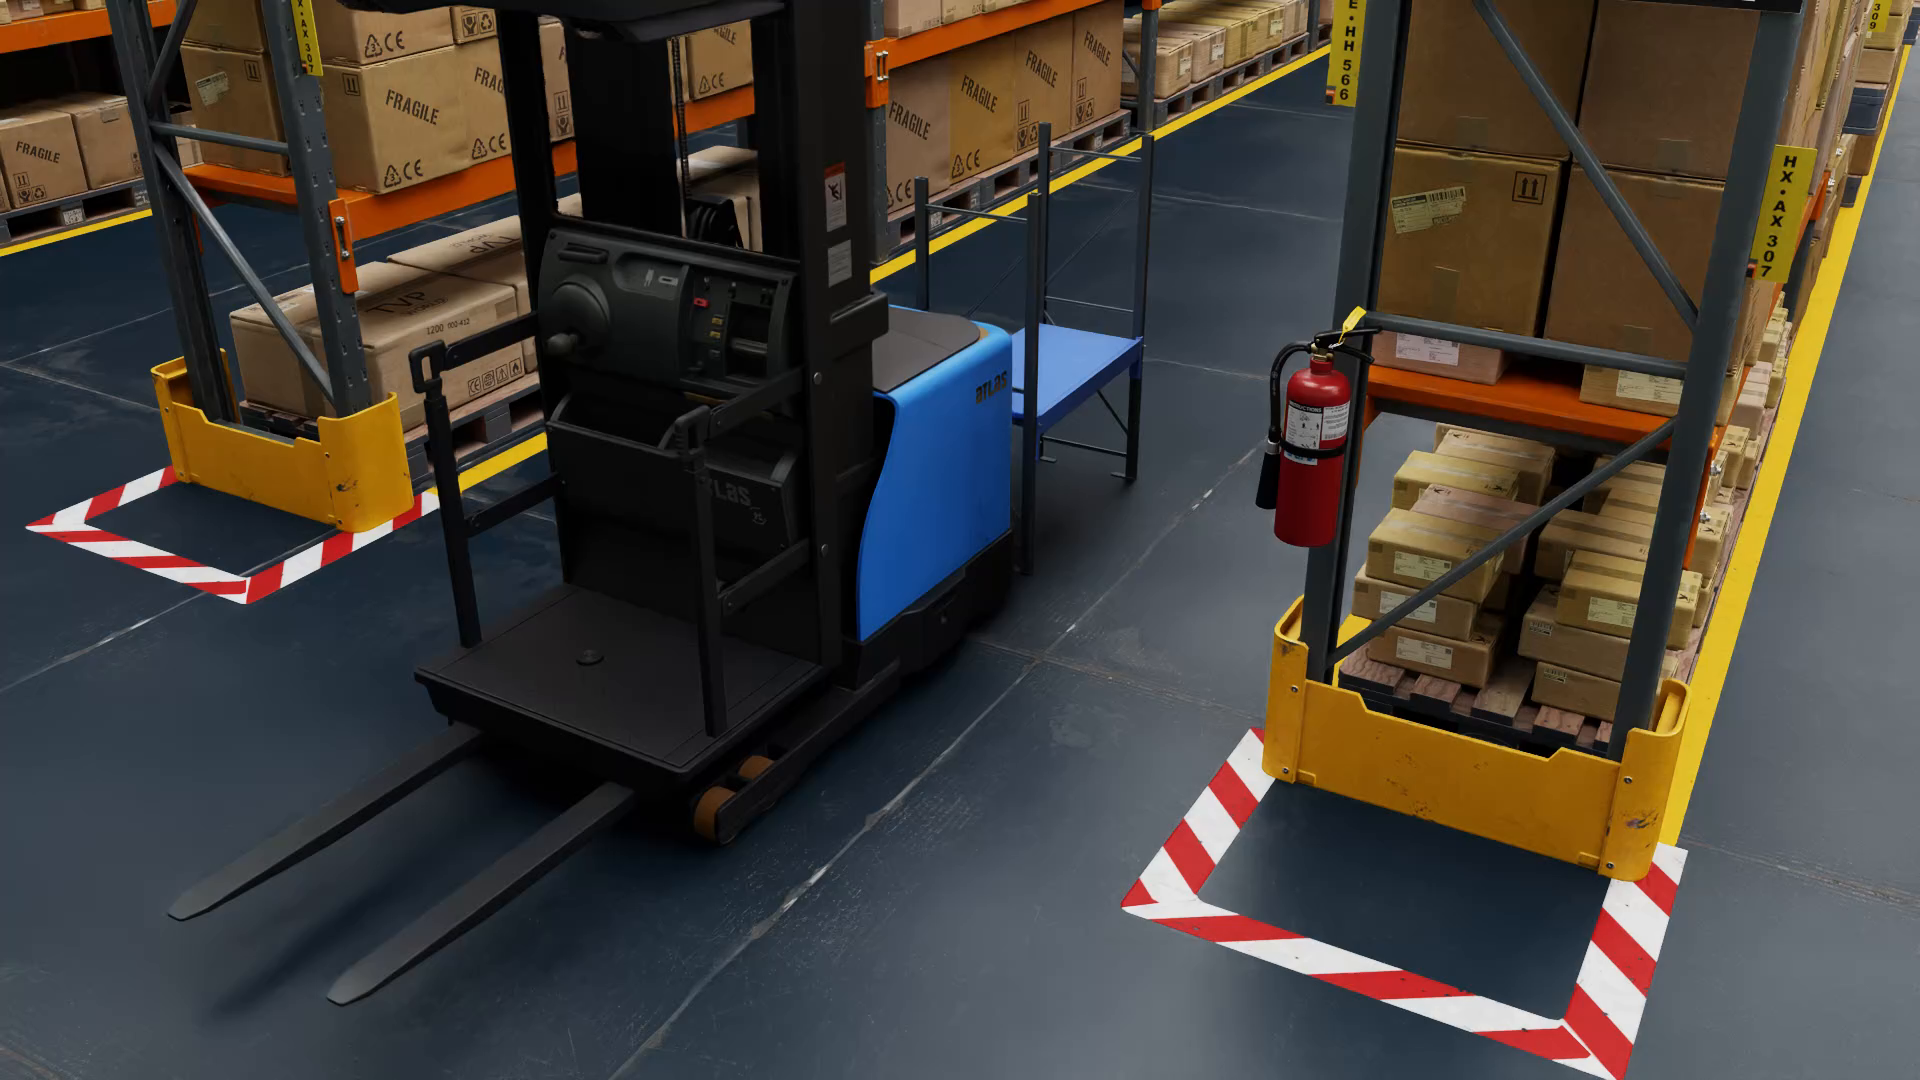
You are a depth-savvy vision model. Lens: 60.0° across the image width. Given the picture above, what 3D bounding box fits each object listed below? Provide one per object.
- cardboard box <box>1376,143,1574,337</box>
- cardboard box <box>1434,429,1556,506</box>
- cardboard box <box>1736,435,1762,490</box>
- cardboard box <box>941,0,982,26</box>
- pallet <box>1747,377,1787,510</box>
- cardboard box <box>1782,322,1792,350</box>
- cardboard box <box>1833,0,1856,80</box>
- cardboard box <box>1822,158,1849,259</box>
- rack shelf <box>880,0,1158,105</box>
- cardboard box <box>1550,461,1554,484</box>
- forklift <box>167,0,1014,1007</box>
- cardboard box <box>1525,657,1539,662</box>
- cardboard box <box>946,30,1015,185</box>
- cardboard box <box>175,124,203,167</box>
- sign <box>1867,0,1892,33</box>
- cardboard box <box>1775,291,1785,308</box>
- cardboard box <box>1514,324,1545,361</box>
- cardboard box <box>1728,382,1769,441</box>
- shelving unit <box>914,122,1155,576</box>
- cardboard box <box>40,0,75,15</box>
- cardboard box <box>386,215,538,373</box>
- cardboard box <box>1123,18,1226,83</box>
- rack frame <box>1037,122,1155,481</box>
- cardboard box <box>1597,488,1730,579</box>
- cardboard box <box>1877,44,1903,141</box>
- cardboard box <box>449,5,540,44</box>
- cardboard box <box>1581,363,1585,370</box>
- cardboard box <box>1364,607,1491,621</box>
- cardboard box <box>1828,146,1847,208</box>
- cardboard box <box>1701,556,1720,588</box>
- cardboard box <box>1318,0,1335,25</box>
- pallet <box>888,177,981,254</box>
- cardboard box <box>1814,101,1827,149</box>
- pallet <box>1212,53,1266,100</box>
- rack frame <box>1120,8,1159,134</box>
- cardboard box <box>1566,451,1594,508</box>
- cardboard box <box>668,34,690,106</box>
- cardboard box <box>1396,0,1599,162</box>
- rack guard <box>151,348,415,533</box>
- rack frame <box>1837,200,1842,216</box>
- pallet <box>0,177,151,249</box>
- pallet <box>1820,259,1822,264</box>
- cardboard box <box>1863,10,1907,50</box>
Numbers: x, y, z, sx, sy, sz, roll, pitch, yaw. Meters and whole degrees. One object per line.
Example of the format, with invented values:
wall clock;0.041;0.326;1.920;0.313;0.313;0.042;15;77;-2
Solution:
cardboard box;1.491;-0.922;4.797;0.500;0.500;0.500;15;30;27
cardboard box;1.907;-0.255;5.959;0.380;0.149;0.250;13;29;24
cardboard box;3.056;-0.353;6.820;0.380;0.149;0.250;14;30;26
cardboard box;-0.198;-3.370;10.300;0.500;0.250;0.500;13;30;25
pallet;3.162;-0.555;7.623;1.003;0.211;1.213;14;30;26
cardboard box;3.583;-0.925;7.630;0.380;0.149;0.250;15;30;27
cardboard box;2.711;-1.849;5.532;0.500;0.500;0.500;13;29;25
cardboard box;4.829;-1.975;9.668;0.500;0.500;0.500;13;29;24
rack shelf;0.086;-3.580;11.354;1.077;0.370;4.000;14;30;26
cardboard box;2.003;-0.235;6.251;0.380;0.149;0.250;15;30;27
forklift;-0.993;-0.645;4.764;1.130;2.935;3.031;15;30;28
cardboard box;2.088;0.321;5.474;0.380;0.149;0.250;14;30;26
cardboard box;-0.225;-2.973;11.242;0.875;0.875;0.875;15;30;28
cardboard box;-5.415;-2.758;11.494;0.396;0.266;0.258;15;30;28
sign;3.938;-2.342;7.111;0.100;0.325;0.005;14;30;26
cardboard box;3.513;-1.054;7.557;0.380;0.149;0.250;15;30;28
cardboard box;1.563;-0.678;5.035;0.380;0.149;0.250;14;30;26
cardboard box;2.936;-0.530;6.509;0.380;0.149;0.250;13;29;24
shelving unit;0.305;-0.790;6.653;0.538;1.500;1.048;14;30;25
cardboard box;-5.852;-3.431;10.533;0.380;0.149;0.250;15;30;27
cardboard box;-2.185;-1.243;8.275;0.875;0.438;0.875;15;30;27
cardboard box;1.713;-4.201;14.258;0.950;0.372;0.625;14;30;25
rack frame;0.549;-0.990;7.052;0.500;1.500;0.032;14;30;25
cardboard box;2.314;-0.025;5.500;0.380;0.149;0.250;14;30;26
cardboard box;6.234;-3.371;12.177;1.050;0.750;0.750;15;30;27
cardboard box;-2.133;-2.382;6.929;0.500;0.500;0.500;13;30;25
cardboard box;2.028;-0.563;4.804;0.380;0.149;0.250;15;30;28
cardboard box;1.610;0.201;5.713;0.380;0.149;0.250;15;30;28
cardboard box;4.315;-1.915;8.710;0.500;0.250;0.500;15;30;27
cardboard box;2.423;0.009;5.765;0.380;0.149;0.250;15;30;28
cardboard box;3.563;-5.369;16.726;0.500;0.250;0.500;13;29;24
pallet;-0.584;-2.192;10.894;1.003;0.211;1.213;14;30;26
cardboard box;2.694;-1.407;5.765;0.500;0.500;0.500;13;30;25
pallet;2.057;-4.212;14.928;1.003;0.211;1.213;14;30;26
rack frame;1.070;-4.681;12.750;1.000;3.000;0.127;14;30;26
cardboard box;2.337;-0.280;6.673;0.380;0.149;0.250;15;30;28
cardboard box;-1.657;-2.328;7.938;0.500;0.500;0.500;15;30;28
cardboard box;1.502;-1.371;4.576;0.500;0.500;0.500;14;30;25
rack guard;-2.877;-0.436;7.063;1.175;0.500;0.348;14;30;26
rack frame;5.429;-3.630;10.651;1.000;3.000;0.127;14;30;26
pallet;-6.159;-2.222;10.953;1.003;0.211;1.213;14;30;26
pallet;5.044;-2.079;10.668;1.003;0.211;1.213;14;30;26
cardboard box;4.056;-2.332;7.537;0.380;0.149;0.250;15;30;27
